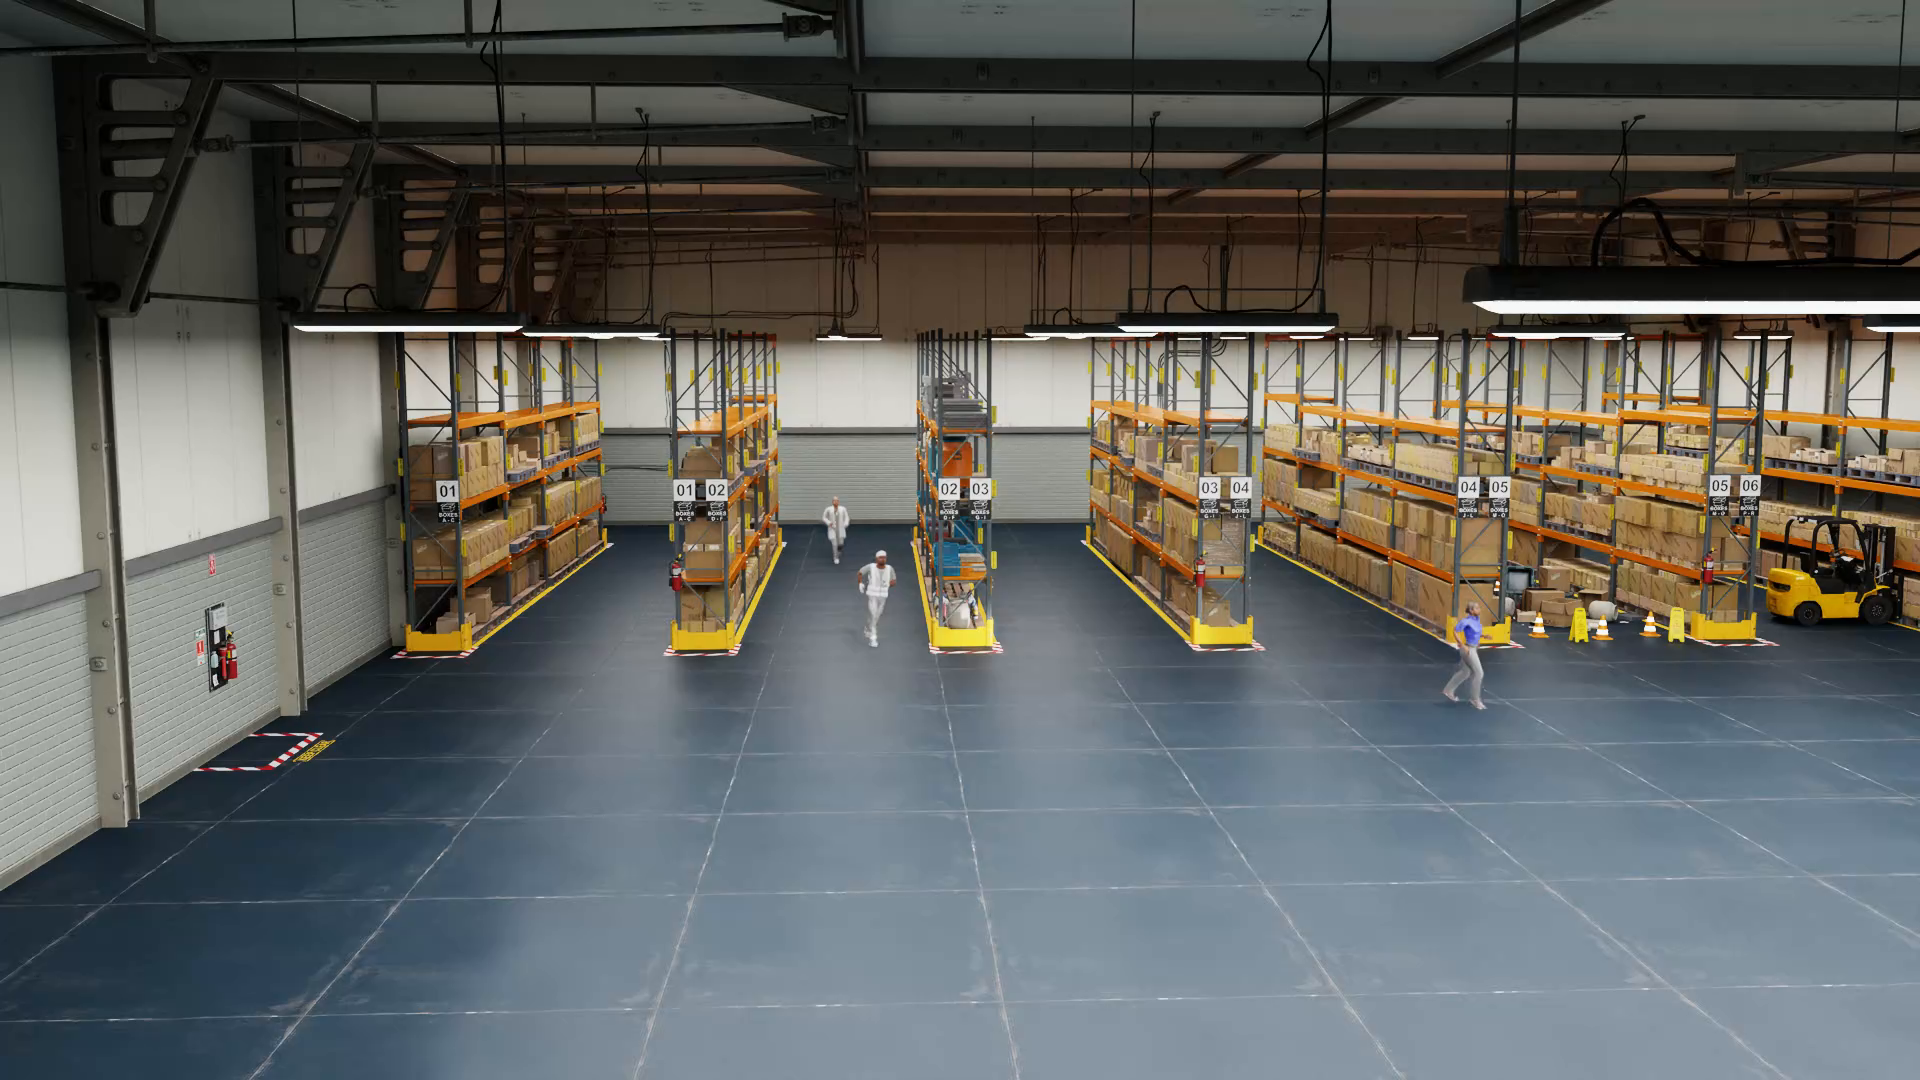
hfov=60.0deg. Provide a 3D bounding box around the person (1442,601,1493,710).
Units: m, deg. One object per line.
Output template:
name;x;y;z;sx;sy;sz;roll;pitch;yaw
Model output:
person;8.040;1.808;26.335;0.745;1.708;0.570;4;8;32

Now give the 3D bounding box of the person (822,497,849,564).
person;-3.245;-0.261;43.568;0.711;1.735;0.637;-1;7;-12

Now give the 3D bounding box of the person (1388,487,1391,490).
person;12.828;-0.907;49.452;0.523;1.624;0.596;0;7;0

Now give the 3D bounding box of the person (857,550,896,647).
person;-1.585;1.109;31.938;0.705;1.837;0.835;-3;7;-26
